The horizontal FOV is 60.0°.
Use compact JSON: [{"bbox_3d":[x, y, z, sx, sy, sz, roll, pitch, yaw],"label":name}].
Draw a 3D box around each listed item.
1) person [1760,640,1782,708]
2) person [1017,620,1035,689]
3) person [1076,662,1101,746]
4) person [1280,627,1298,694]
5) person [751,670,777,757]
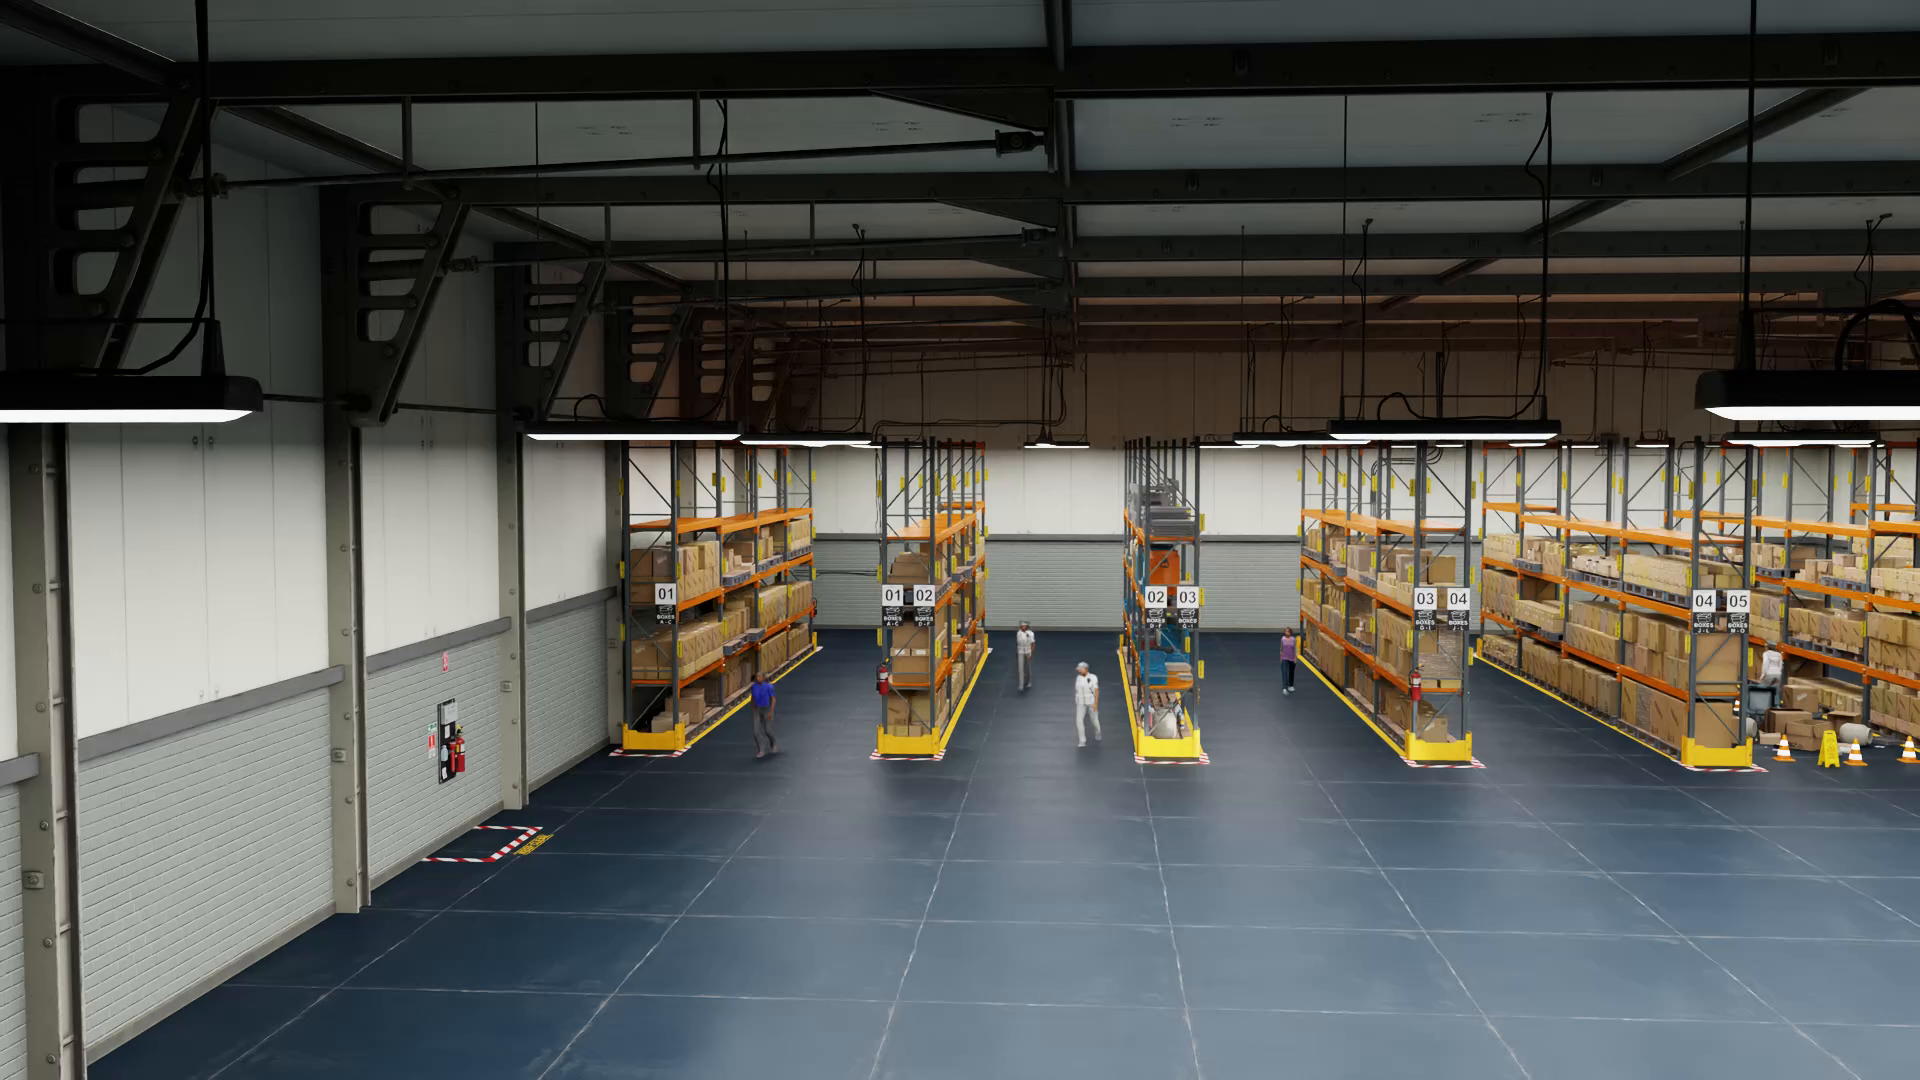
[{"bbox_3d":[17.793,2.990,36.471,0.538,1.578,0.679,0,3,6],"label":"person"},{"bbox_3d":[1.563,2.746,39.945,0.467,1.638,0.905,1,3,12],"label":"person"},{"bbox_3d":[2.473,3.180,32.352,0.487,1.607,0.872,1,3,19],"label":"person"},{"bbox_3d":[7.754,2.833,39.209,0.432,1.541,0.903,1,3,14],"label":"person"},{"bbox_3d":[-3.684,3.254,31.308,0.520,1.666,0.563,1,3,17],"label":"person"}]
